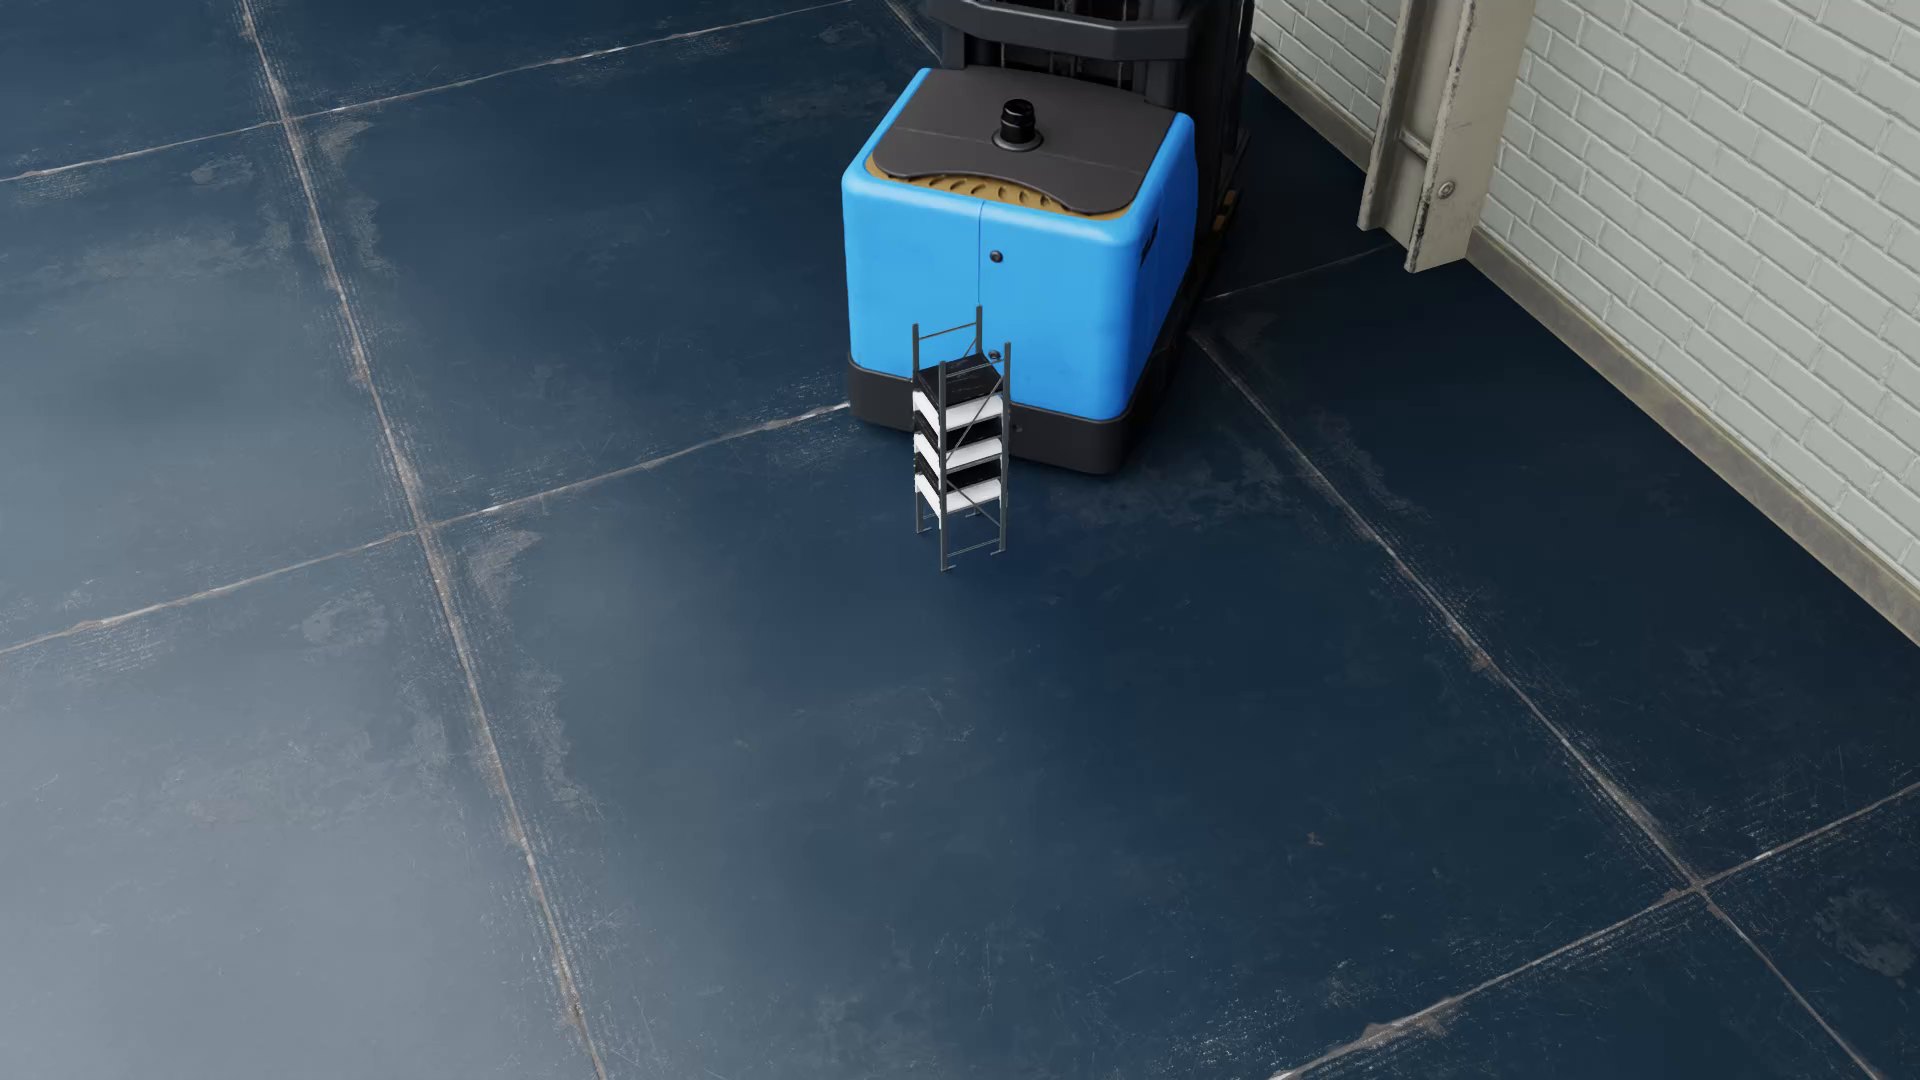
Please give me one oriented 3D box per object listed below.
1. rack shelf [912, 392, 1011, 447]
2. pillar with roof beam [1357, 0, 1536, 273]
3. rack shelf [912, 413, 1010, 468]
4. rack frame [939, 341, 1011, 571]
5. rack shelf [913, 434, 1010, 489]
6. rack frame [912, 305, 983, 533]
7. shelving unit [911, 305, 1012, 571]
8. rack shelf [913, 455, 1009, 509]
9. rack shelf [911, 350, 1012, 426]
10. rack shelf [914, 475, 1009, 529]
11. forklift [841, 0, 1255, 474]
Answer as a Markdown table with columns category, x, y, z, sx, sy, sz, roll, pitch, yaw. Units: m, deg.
| category | x | y | z | sx | sy | sz | roll | pitch | yaw |
| --- | --- | --- | --- | --- | --- | --- | --- | --- | --- |
| rack shelf | 0.003 | -0.420 | 5.326 | 0.258 | 0.077 | 0.200 | -18 | 47 | -17 |
| pillar with roof beam | -1.988 | -3.203 | 2.589 | 9.100 | 9.000 | 0.400 | -18 | 47 | -17 |
| rack shelf | 0.003 | -0.355 | 5.389 | 0.258 | 0.077 | 0.200 | -18 | 47 | -17 |
| rack frame | 0.046 | -0.250 | 5.363 | 0.240 | 0.900 | 0.006 | -18 | 47 | -17 |
| rack shelf | 0.003 | -0.291 | 5.452 | 0.258 | 0.077 | 0.200 | -18 | 47 | -17 |
| rack frame | -0.039 | -0.380 | 5.494 | 0.240 | 0.900 | 0.006 | -18 | 47 | -17 |
| shelving unit | 0.003 | -0.315 | 5.429 | 0.258 | 0.900 | 0.210 | -18 | 47 | -17 |
| rack shelf | 0.003 | -0.227 | 5.515 | 0.258 | 0.077 | 0.200 | -18 | 47 | -17 |
| rack shelf | 0.003 | -0.484 | 5.262 | 0.258 | 0.077 | 0.200 | -18 | 47 | -17 |
| rack shelf | 0.003 | -0.163 | 5.579 | 0.258 | 0.077 | 0.200 | -18 | 47 | -17 |
| forklift | 0.561 | -2.329 | 6.023 | 1.130 | 2.935 | 3.031 | 14 | 46 | 14 |
